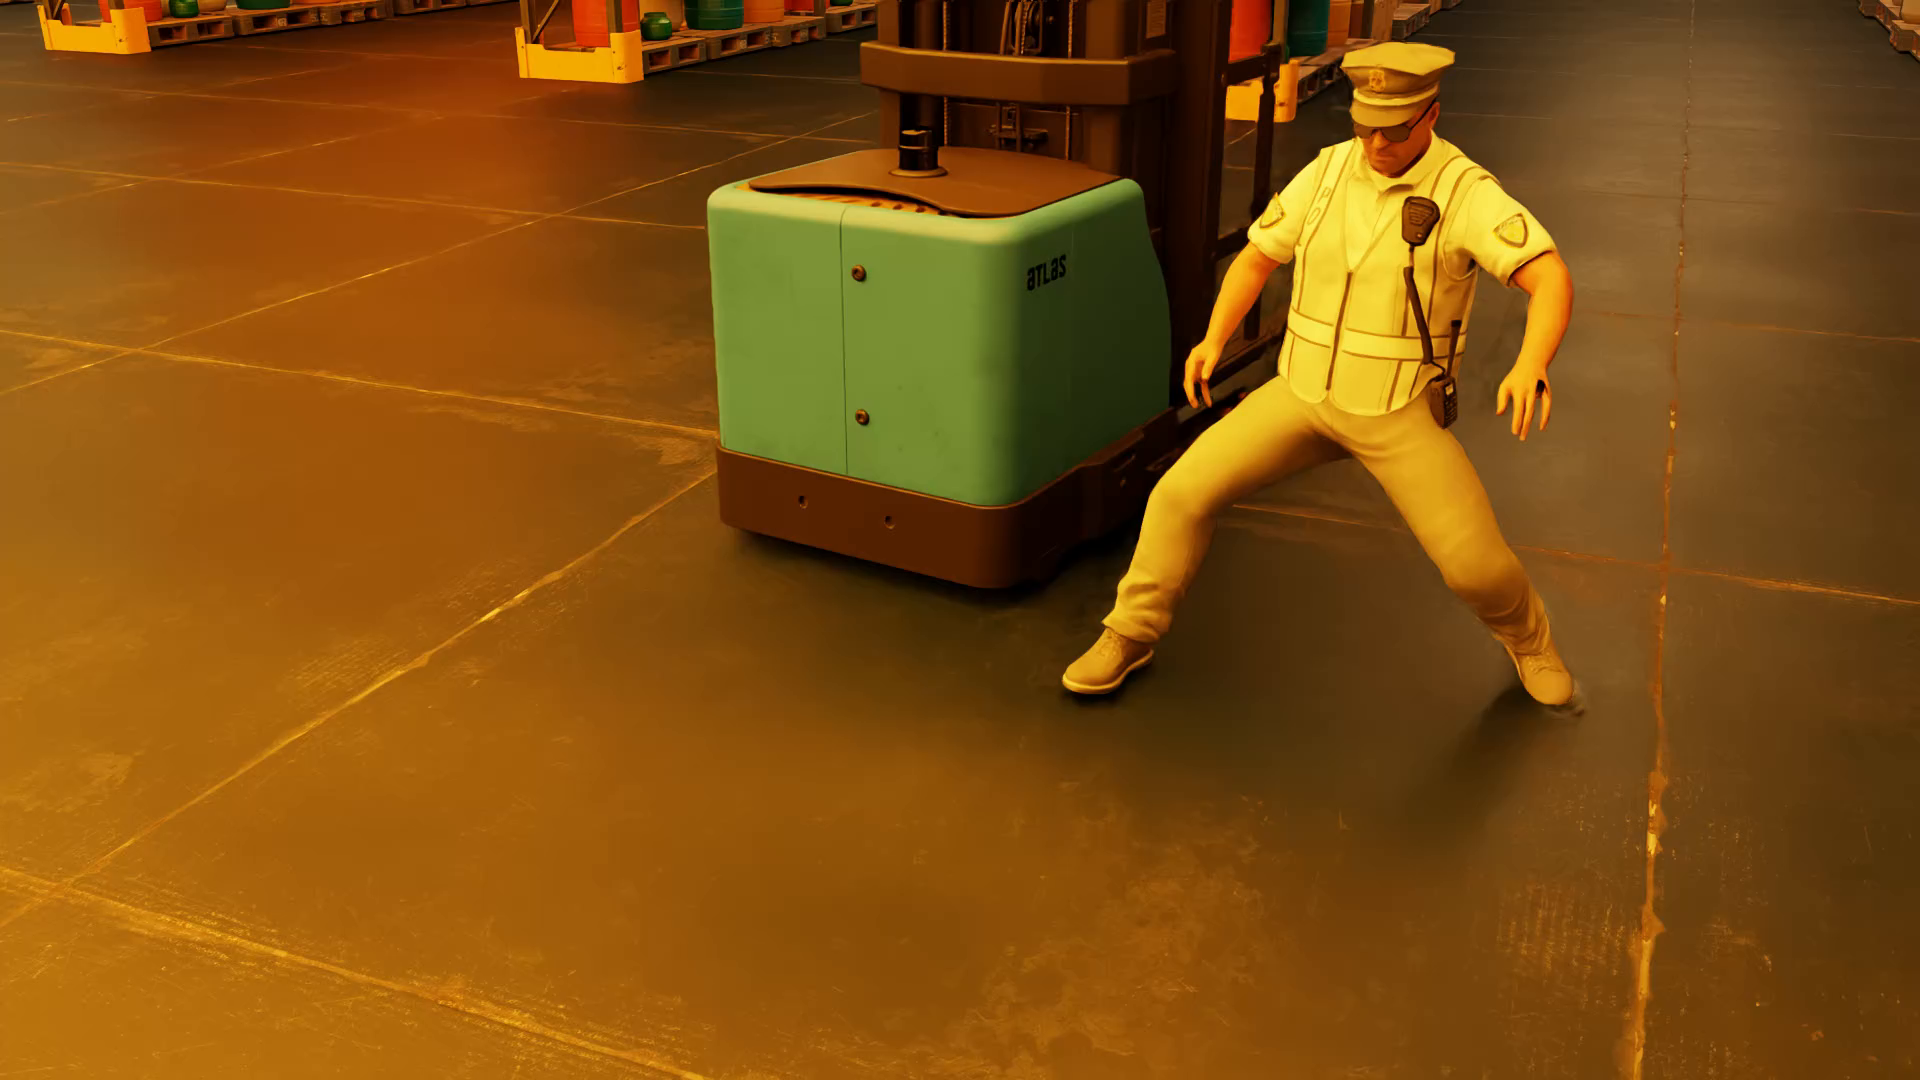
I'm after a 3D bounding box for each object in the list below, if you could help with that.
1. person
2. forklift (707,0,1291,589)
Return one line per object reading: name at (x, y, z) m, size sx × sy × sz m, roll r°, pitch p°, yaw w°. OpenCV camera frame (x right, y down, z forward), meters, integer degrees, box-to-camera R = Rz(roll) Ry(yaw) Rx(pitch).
person at (0.934, -0.336, 3.922) m, size 1.046 × 1.595 × 0.981 m, roll 16°, pitch 28°, yaw 34°
forklift at (0.465, -1.739, 5.452) m, size 1.130 × 2.935 × 3.031 m, roll 13°, pitch 26°, yaw 29°
